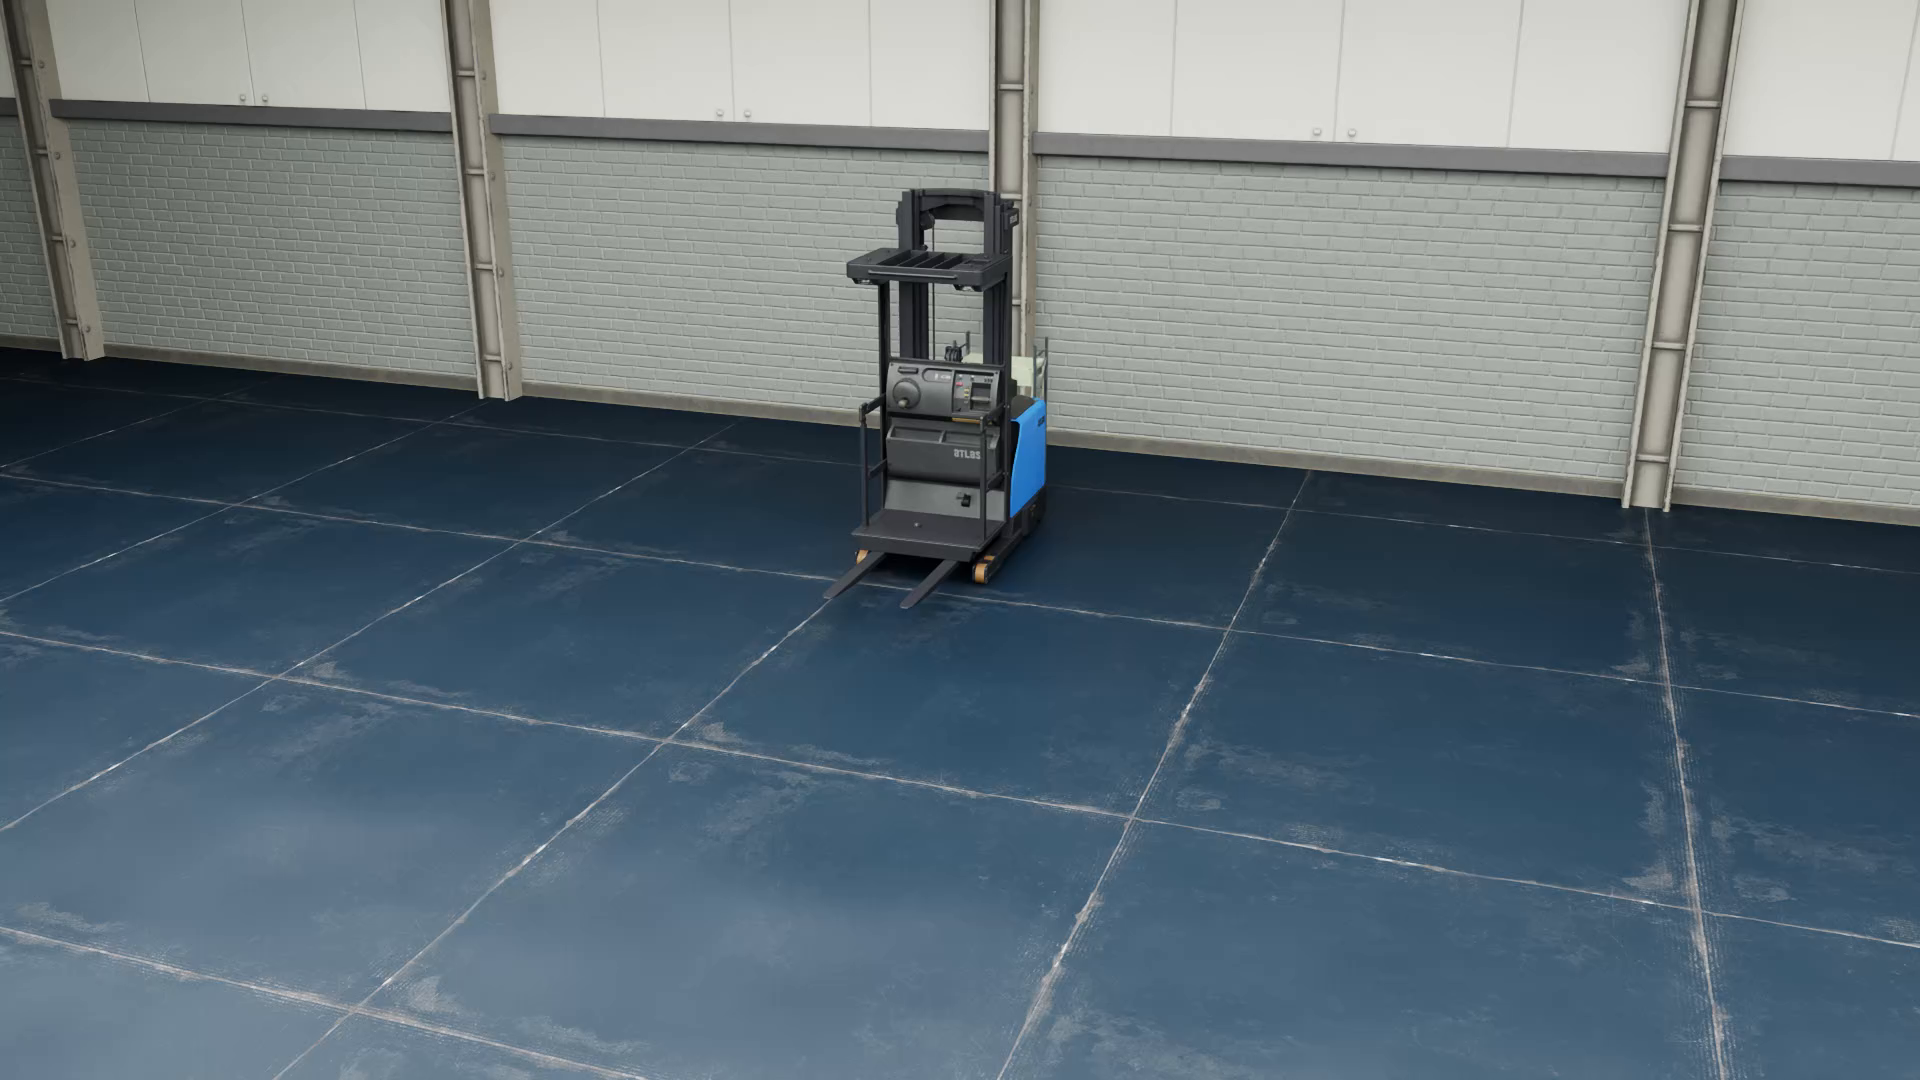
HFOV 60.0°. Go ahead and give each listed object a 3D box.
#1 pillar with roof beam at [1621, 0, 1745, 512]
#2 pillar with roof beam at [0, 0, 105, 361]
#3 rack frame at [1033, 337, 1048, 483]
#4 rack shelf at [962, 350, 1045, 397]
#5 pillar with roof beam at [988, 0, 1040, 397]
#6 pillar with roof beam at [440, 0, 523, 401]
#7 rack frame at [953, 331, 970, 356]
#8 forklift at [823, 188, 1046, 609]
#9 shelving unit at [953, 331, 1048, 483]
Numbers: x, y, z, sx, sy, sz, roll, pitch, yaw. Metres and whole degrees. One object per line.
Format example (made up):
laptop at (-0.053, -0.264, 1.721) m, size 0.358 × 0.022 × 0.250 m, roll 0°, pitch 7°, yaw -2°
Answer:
pillar with roof beam at (4.764, -3.230, 9.671) m, size 0.400 × 9.000 × 9.100 m, roll 7°, pitch 20°, yaw 18°
pillar with roof beam at (-12.239, -5.174, 15.249) m, size 0.400 × 9.000 × 9.100 m, roll 7°, pitch 20°, yaw 18°
rack frame at (0.706, -1.024, 14.734) m, size 0.023 × 1.500 × 0.400 m, roll 6°, pitch 20°, yaw 18°
rack shelf at (0.359, -1.431, 14.717) m, size 0.720 × 0.370 × 0.431 m, roll 6°, pitch 20°, yaw 18°
pillar with roof beam at (-0.904, -3.878, 11.530) m, size 0.400 × 9.000 × 9.100 m, roll 7°, pitch 20°, yaw 18°
pillar with roof beam at (-6.572, -4.526, 13.390) m, size 0.400 × 9.000 × 9.100 m, roll 7°, pitch 20°, yaw 18°
rack frame at (0.013, -1.101, 14.957) m, size 0.023 × 1.500 × 0.400 m, roll 6°, pitch 20°, yaw 18°
forklift at (-0.204, -1.188, 13.030) m, size 1.130 × 2.935 × 3.031 m, roll 6°, pitch 20°, yaw 18°
shelving unit at (0.359, -1.063, 14.846) m, size 0.755 × 1.500 × 0.431 m, roll 6°, pitch 20°, yaw 18°
